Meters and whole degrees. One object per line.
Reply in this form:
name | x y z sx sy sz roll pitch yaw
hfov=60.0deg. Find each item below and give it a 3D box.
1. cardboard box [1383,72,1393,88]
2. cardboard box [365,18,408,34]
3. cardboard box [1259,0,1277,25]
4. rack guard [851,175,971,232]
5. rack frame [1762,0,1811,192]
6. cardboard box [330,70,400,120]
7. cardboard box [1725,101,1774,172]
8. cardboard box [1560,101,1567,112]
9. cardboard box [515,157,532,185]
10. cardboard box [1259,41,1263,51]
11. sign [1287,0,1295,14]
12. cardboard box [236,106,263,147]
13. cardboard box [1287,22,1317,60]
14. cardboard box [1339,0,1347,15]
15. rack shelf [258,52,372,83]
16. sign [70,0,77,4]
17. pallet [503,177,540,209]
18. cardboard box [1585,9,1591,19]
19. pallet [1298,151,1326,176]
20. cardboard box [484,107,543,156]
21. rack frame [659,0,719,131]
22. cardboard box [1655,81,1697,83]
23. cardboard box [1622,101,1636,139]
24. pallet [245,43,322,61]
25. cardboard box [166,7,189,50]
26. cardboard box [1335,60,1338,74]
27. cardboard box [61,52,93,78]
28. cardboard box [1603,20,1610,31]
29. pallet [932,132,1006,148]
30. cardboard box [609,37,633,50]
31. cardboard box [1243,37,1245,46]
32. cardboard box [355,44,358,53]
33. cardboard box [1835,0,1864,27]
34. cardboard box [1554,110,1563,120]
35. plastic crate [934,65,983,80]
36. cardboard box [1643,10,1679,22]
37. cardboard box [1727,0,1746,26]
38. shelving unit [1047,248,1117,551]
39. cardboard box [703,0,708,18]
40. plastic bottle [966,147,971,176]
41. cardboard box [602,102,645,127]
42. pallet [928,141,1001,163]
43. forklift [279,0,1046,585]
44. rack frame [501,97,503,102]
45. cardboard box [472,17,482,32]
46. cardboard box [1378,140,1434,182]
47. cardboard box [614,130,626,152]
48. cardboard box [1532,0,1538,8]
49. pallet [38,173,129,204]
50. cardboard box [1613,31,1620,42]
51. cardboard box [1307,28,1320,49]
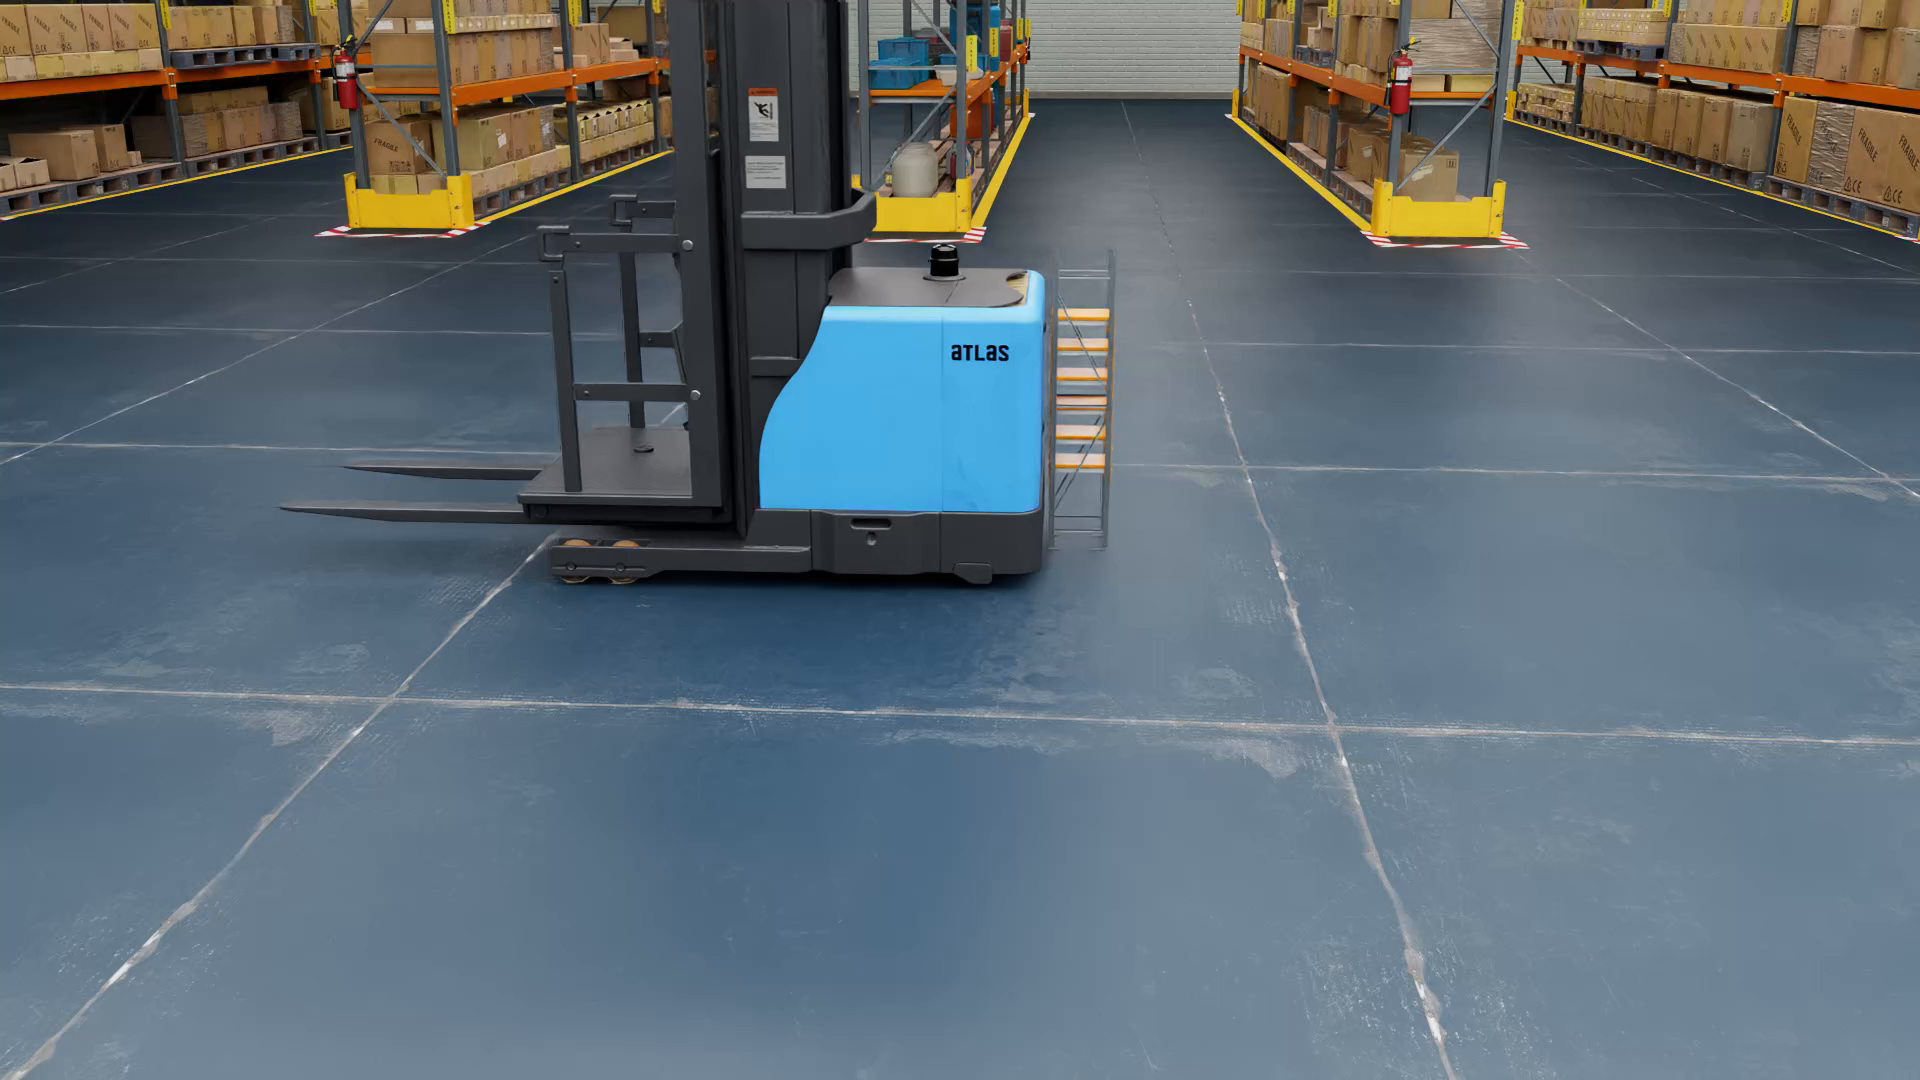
cardboard box | 4.298 -4.430 16.029 0.380 0.149 0.250 1 18 4
cardboard box | -5.545 -5.001 16.165 0.380 0.149 0.250 1 18 3
cardboard box | 5.125 -8.602 26.917 0.500 0.500 0.500 2 18 5
rack guard | -0.483 -3.247 16.030 1.175 0.500 0.348 1 18 4
rack frame | 9.725 -5.400 18.586 1.000 3.000 0.127 1 18 4
cardboard box | -9.441 -7.056 26.416 0.750 0.750 0.750 2 18 6
cardboard box | 9.680 -4.725 19.465 1.050 0.750 0.750 1 18 4
cardboard box | 10.011 -7.060 27.078 0.380 0.149 0.250 0 18 1
cardboard box | -5.013 -4.043 18.184 0.500 0.250 0.500 1 18 4
cardboard box | 5.054 -8.009 26.953 0.380 0.149 0.250 1 18 4
sign | 4.518 -7.346 22.665 0.100 0.325 0.005 1 18 4
cardboard box | -9.910 -5.600 22.505 0.700 0.500 0.500 1 18 4
cardboard box | 4.860 -6.991 23.280 0.500 0.500 0.500 2 18 6
cardboard box | 4.499 -6.072 18.393 0.500 0.500 0.500 1 18 4
rack shelf | -9.607 -7.396 25.831 1.077 0.370 4.000 1 18 4
sign | -10.591 -6.435 19.886 0.100 0.325 0.005 1 18 4
pallet | -5.279 -3.813 18.222 1.003 0.211 1.213 1 18 4
cardboard box | 9.798 -8.049 25.443 0.380 0.149 0.250 2 18 5
pallet | 4.924 -4.839 21.351 1.003 0.211 1.213 1 18 4
cardboard box | -4.990 -4.554 18.542 0.500 0.500 0.500 1 18 4
rack frame | -4.522 -8.249 27.281 1.000 3.000 0.127 1 18 4
cardboard box | 10.387 -6.530 24.170 0.500 0.250 0.500 1 18 4
cardboard box | 9.839 -6.026 23.835 0.500 0.500 0.500 2 18 6
pallet | -9.695 -6.801 23.171 1.213 0.211 1.003 1 18 4
cardboard box | -9.966 -6.288 20.428 0.700 0.500 0.500 1 18 4
cardboard box | 4.470 -5.363 18.876 0.380 0.149 0.250 1 18 4
cardboard box | -9.868 -5.191 18.156 0.500 0.250 0.500 1 18 4
cardboard box | 9.722 -7.587 24.510 0.380 0.149 0.250 1 18 3
pallet | 0.146 -5.816 24.333 1.003 0.211 1.213 1 18 4
cardboard box | -4.878 -6.852 23.162 0.500 0.311 0.500 2 18 7
cardboard box | 5.256 -8.888 29.633 0.380 0.149 0.250 1 18 3
cardboard box | -9.431 -7.504 25.377 0.380 0.149 0.250 2 18 5
cardboard box | 9.565 -5.533 17.015 0.875 0.550 0.550 1 18 4
cardboard box | 10.043 -7.021 27.438 0.380 0.149 0.250 1 18 2
plastic crate | -0.019 -5.017 17.842 0.530 0.136 0.437 1 18 4
cardboard box | 9.590 -7.168 22.754 0.380 0.149 0.250 1 18 2
cardboard box | 9.864 -6.551 20.331 0.700 0.500 0.500 1 18 3
shelving unit | 0.487 -0.557 6.697 0.258 1.200 0.189 1 18 2
cardboard box | -4.208 -8.912 27.537 0.500 0.500 0.500 2 18 5
plastic bottle | 0.049 -4.237 18.583 0.144 0.351 0.185 1 18 4
cardboard box | -4.631 -5.836 22.759 0.500 0.311 0.500 1 18 3
pallet | 0.037 -5.330 22.851 1.003 0.211 1.213 1 18 4
forklift | -1.175 -1.384 6.440 3.031 2.935 1.130 1 18 3
rack frame | -9.176 -9.601 31.406 1.000 3.000 0.127 1 18 4
cardboard box | -5.084 -5.233 16.873 0.380 0.149 0.250 1 18 3
cardboard box | 4.632 -3.886 17.304 0.500 0.500 0.500 3 18 9
cardboard box | -4.710 -5.255 21.884 0.500 0.250 0.500 2 18 5
cardboard box | 10.258 -9.501 28.856 0.500 0.500 0.500 2 18 6
pallet | -10.134 -3.959 18.668 1.003 0.211 1.213 1 18 4
cardboard box | 9.686 -7.284 24.065 0.380 0.149 0.250 2 18 6
cardboard box | 4.722 -6.397 21.196 0.500 0.250 0.500 1 18 2
